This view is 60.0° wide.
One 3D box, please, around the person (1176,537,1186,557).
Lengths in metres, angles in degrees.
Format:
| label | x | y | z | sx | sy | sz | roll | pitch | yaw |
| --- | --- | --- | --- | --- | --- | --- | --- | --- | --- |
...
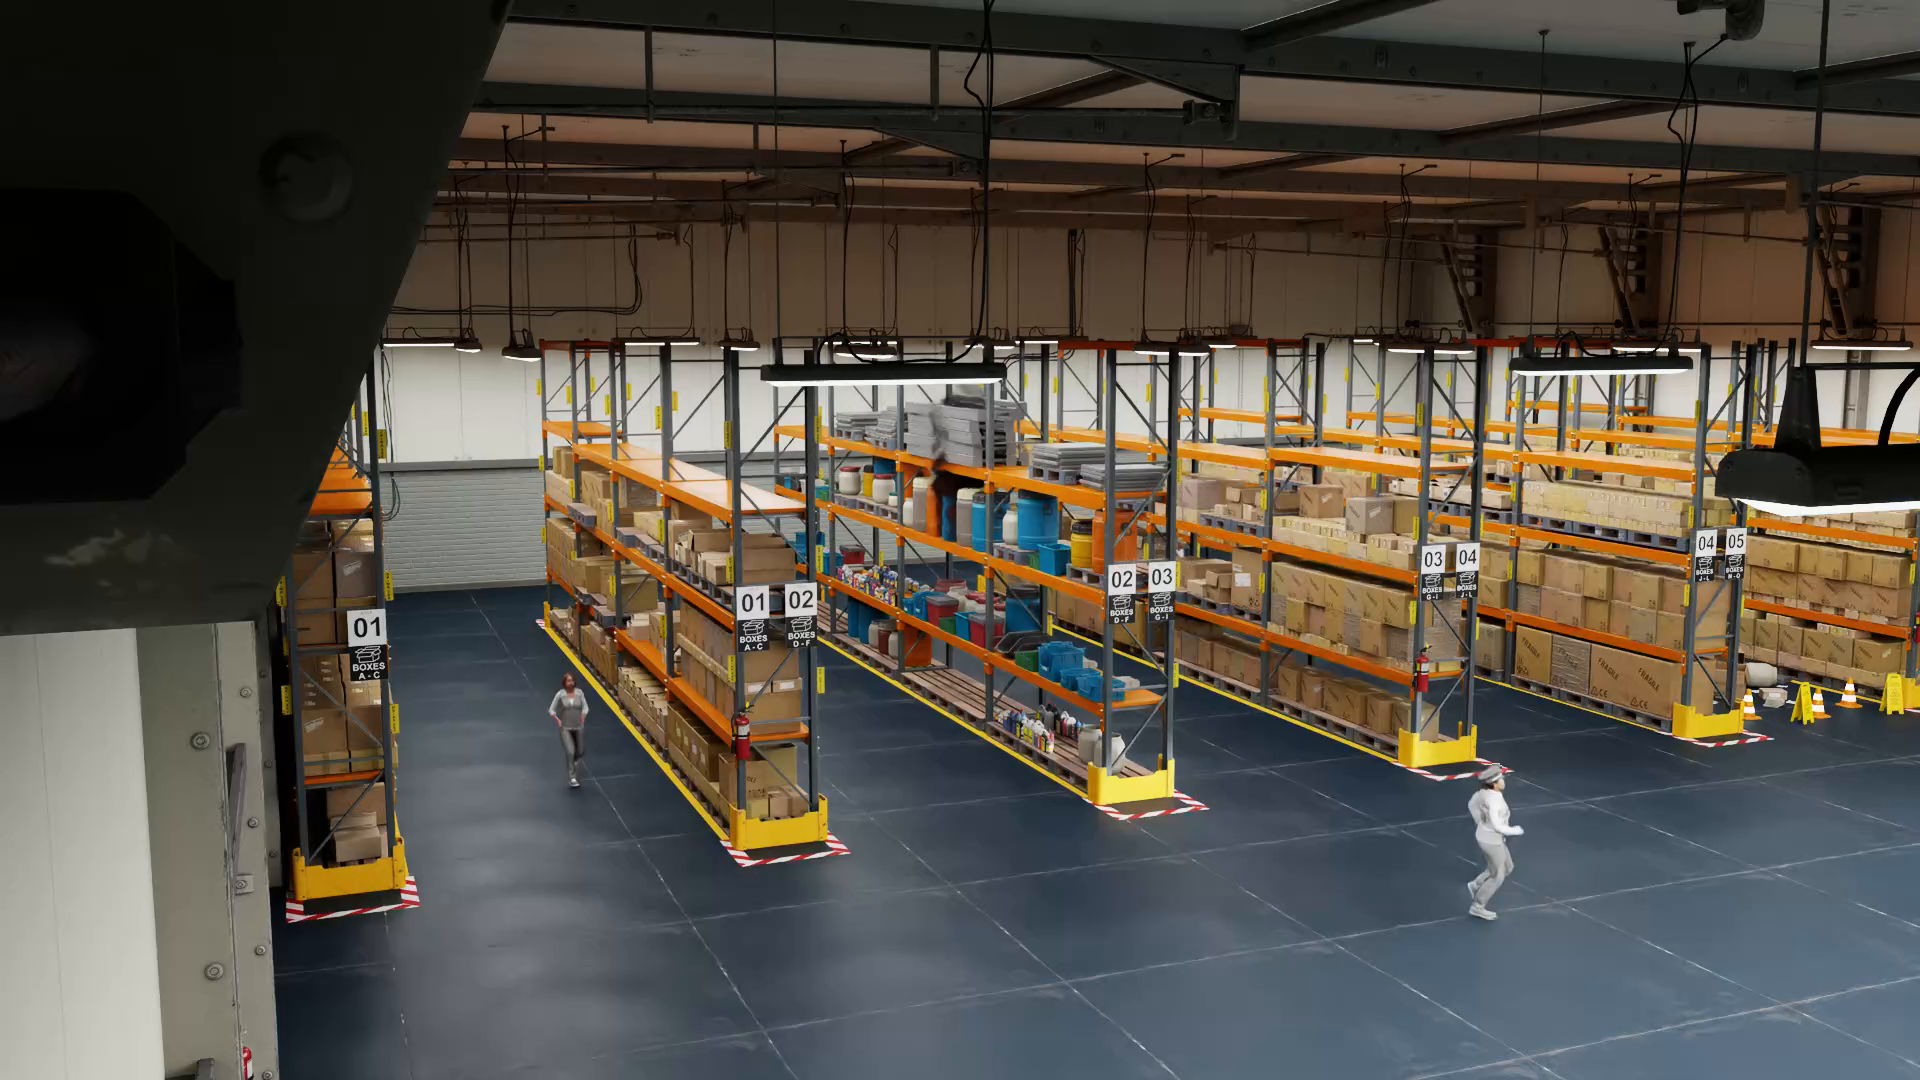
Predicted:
| label | x | y | z | sx | sy | sz | roll | pitch | yaw |
| --- | --- | --- | --- | --- | --- | --- | --- | --- | --- |
| person | 4.698 | 0.777 | 36.133 | 0.604 | 1.698 | 0.900 | -5 | 9 | -34 |

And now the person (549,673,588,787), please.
| label | x | y | z | sx | sy | sz | roll | pitch | yaw |
| --- | --- | --- | --- | --- | --- | --- | --- | --- | --- |
| person | -5.381 | 2.590 | 22.921 | 0.537 | 1.549 | 0.586 | -3 | 8 | -25 |

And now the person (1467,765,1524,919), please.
| label | x | y | z | sx | sy | sz | roll | pitch | yaw |
| --- | --- | --- | --- | --- | --- | --- | --- | --- | --- |
| person | 5.717 | 3.211 | 17.716 | 0.514 | 1.667 | 0.667 | 1 | 7 | 5 |
